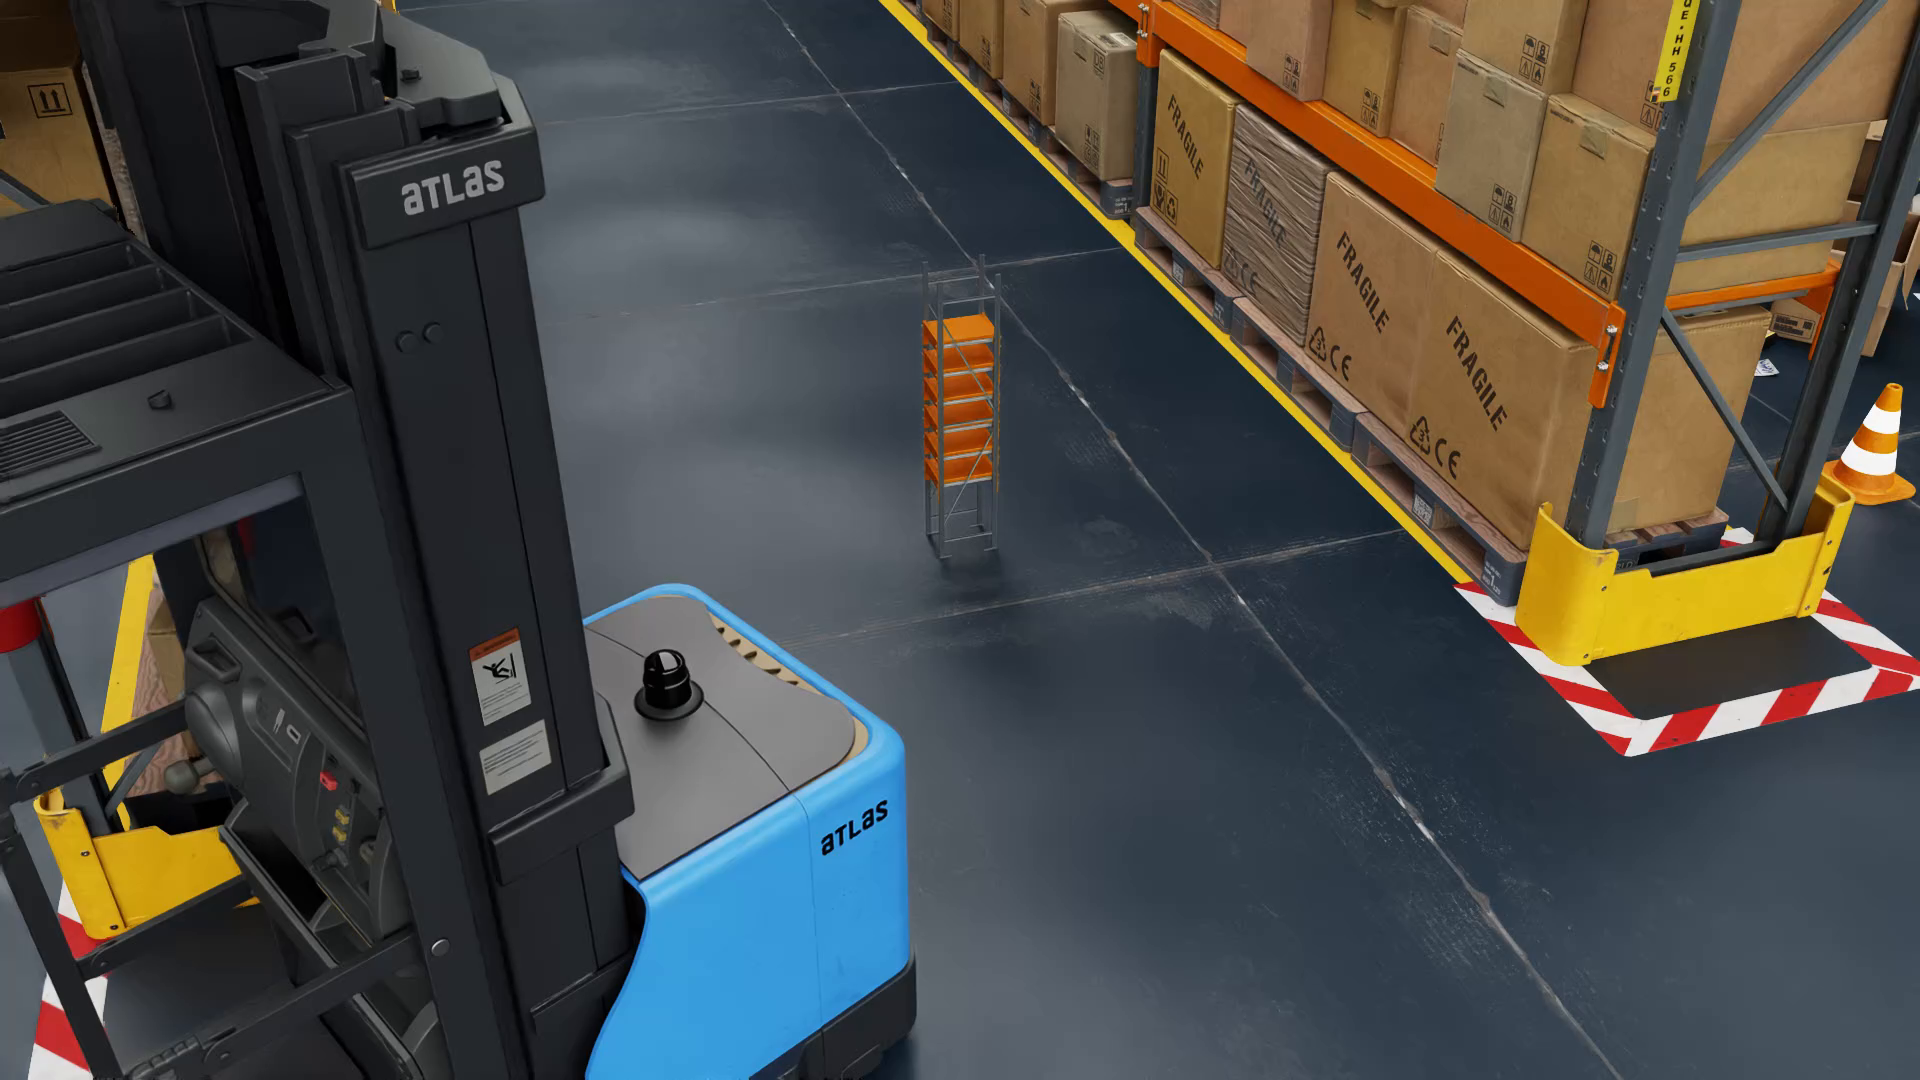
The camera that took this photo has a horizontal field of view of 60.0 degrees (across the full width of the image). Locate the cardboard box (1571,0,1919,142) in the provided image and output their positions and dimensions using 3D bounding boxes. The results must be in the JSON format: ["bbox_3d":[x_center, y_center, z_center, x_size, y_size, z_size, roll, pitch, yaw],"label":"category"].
[{"bbox_3d":[2.601,-1.697,5.481,0.875,0.550,0.550,-10,35,-15],"label":"cardboard box"}]

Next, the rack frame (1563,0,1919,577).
[{"bbox_3d":[2.678,-0.982,5.516,1.000,3.000,0.127,-10,35,-15],"label":"rack frame"}]

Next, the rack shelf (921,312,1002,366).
[{"bbox_3d":[0.004,-0.756,6.234,0.258,0.103,0.180,-10,35,-15],"label":"rack shelf"}]

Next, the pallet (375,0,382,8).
[{"bbox_3d":[-3.391,-2.647,8.209,1.003,0.211,1.213,-10,35,-15],"label":"pallet"}]

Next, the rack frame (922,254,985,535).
[{"bbox_3d":[-0.023,-0.541,6.480,0.240,1.200,0.006,-10,35,-15],"label":"rack frame"}]

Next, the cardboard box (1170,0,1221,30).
[{"bbox_3d":[1.581,-2.953,8.362,0.875,0.550,0.550,-10,35,-15],"label":"cardboard box"}]

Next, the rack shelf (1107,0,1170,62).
[{"bbox_3d":[0.847,-3.832,10.481,1.077,0.370,4.000,-10,35,-15],"label":"rack shelf"}]

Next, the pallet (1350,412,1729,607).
[{"bbox_3d":[2.359,-0.226,6.900,1.003,0.211,1.213,-10,35,-15],"label":"pallet"}]

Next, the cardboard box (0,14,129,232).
[{"bbox_3d":[-2.480,-1.031,4.323,0.500,0.500,0.500,-10,35,-15],"label":"cardboard box"}]

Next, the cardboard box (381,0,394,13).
[{"bbox_3d":[-4.708,-4.056,11.714,1.225,0.875,0.875,-12,35,-17],"label":"cardboard box"}]

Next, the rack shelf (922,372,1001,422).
[{"bbox_3d":[0.004,-0.556,6.366,0.258,0.103,0.180,-10,35,-15],"label":"rack shelf"}]

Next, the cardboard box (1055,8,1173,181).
[{"bbox_3d":[1.183,-2.630,9.669,1.050,0.750,0.750,-10,35,-15],"label":"cardboard box"}]

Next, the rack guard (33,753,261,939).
[{"bbox_3d":[-2.100,0.802,5.083,1.175,0.500,0.348,-10,35,-15],"label":"rack guard"}]

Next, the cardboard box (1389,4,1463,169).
[{"bbox_3d":[2.282,-1.832,6.666,0.875,0.550,0.550,-10,35,-15],"label":"cardboard box"}]

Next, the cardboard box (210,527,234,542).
[{"bbox_3d":[-2.466,0.028,5.874,0.500,0.500,0.500,-1,33,-2],"label":"cardboard box"}]

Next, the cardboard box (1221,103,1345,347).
[{"bbox_3d":[1.861,-1.557,7.931,0.875,0.875,0.875,-10,35,-14],"label":"cardboard box"}]

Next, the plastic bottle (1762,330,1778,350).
[{"bbox_3d":[3.891,-1.032,8.257,0.133,0.061,0.283,-23,40,-31],"label":"plastic bottle"}]

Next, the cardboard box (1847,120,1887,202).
[{"bbox_3d":[5.172,-2.135,9.525,0.500,0.500,0.500,13,36,18],"label":"cardboard box"}]

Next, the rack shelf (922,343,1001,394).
[{"bbox_3d":[0.004,-0.656,6.300,0.258,0.103,0.180,-10,35,-15],"label":"rack shelf"}]

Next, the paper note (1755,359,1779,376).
[{"bbox_3d":[3.829,-0.830,7.980,0.144,0.017,0.142,1,33,2],"label":"paper note"}]

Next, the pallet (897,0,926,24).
[{"bbox_3d":[0.000,-4.430,13.262,1.003,0.211,1.213,-10,35,-15],"label":"pallet"}]

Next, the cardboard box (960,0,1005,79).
[{"bbox_3d":[0.607,-3.626,11.176,1.050,0.750,0.750,-9,35,-14],"label":"cardboard box"}]

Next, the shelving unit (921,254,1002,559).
[{"bbox_3d":[0.004,-0.493,6.408,0.258,1.200,0.189,-10,35,-15],"label":"shelving unit"}]

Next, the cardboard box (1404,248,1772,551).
[{"bbox_3d":[2.408,-0.616,6.508,0.875,0.875,0.875,-10,35,-14],"label":"cardboard box"}]

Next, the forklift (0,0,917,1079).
[{"bbox_3d":[-1.540,0.517,3.308,3.031,2.935,1.130,-27,42,-35],"label":"forklift"}]

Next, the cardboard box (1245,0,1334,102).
[{"bbox_3d":[1.823,-2.365,7.472,0.875,0.550,0.550,-10,35,-15],"label":"cardboard box"}]

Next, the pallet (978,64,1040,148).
[{"bbox_3d":[0.775,-2.953,11.028,1.003,0.211,1.213,-10,35,-15],"label":"pallet"}]

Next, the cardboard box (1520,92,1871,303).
[{"bbox_3d":[2.521,-1.232,5.758,0.875,0.550,0.550,-10,35,-15],"label":"cardboard box"}]

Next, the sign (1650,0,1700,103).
[{"bbox_3d":[2.157,-1.480,5.004,0.100,0.325,0.005,-10,35,-15],"label":"sign"}]

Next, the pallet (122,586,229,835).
[{"bbox_3d":[-2.314,0.490,5.817,1.003,0.211,1.213,-10,35,-15],"label":"pallet"}]

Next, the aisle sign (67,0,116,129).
[{"bbox_3d":[-1.772,-1.304,3.644,0.394,0.787,0.004,-10,35,-15],"label":"aisle sign"}]

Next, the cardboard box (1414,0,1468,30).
[{"bbox_3d":[2.304,-2.287,6.374,0.875,0.550,0.550,-10,35,-15],"label":"cardboard box"}]

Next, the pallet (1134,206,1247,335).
[{"bbox_3d":[1.615,-1.507,8.839,1.003,0.211,1.213,-10,35,-15],"label":"pallet"}]
